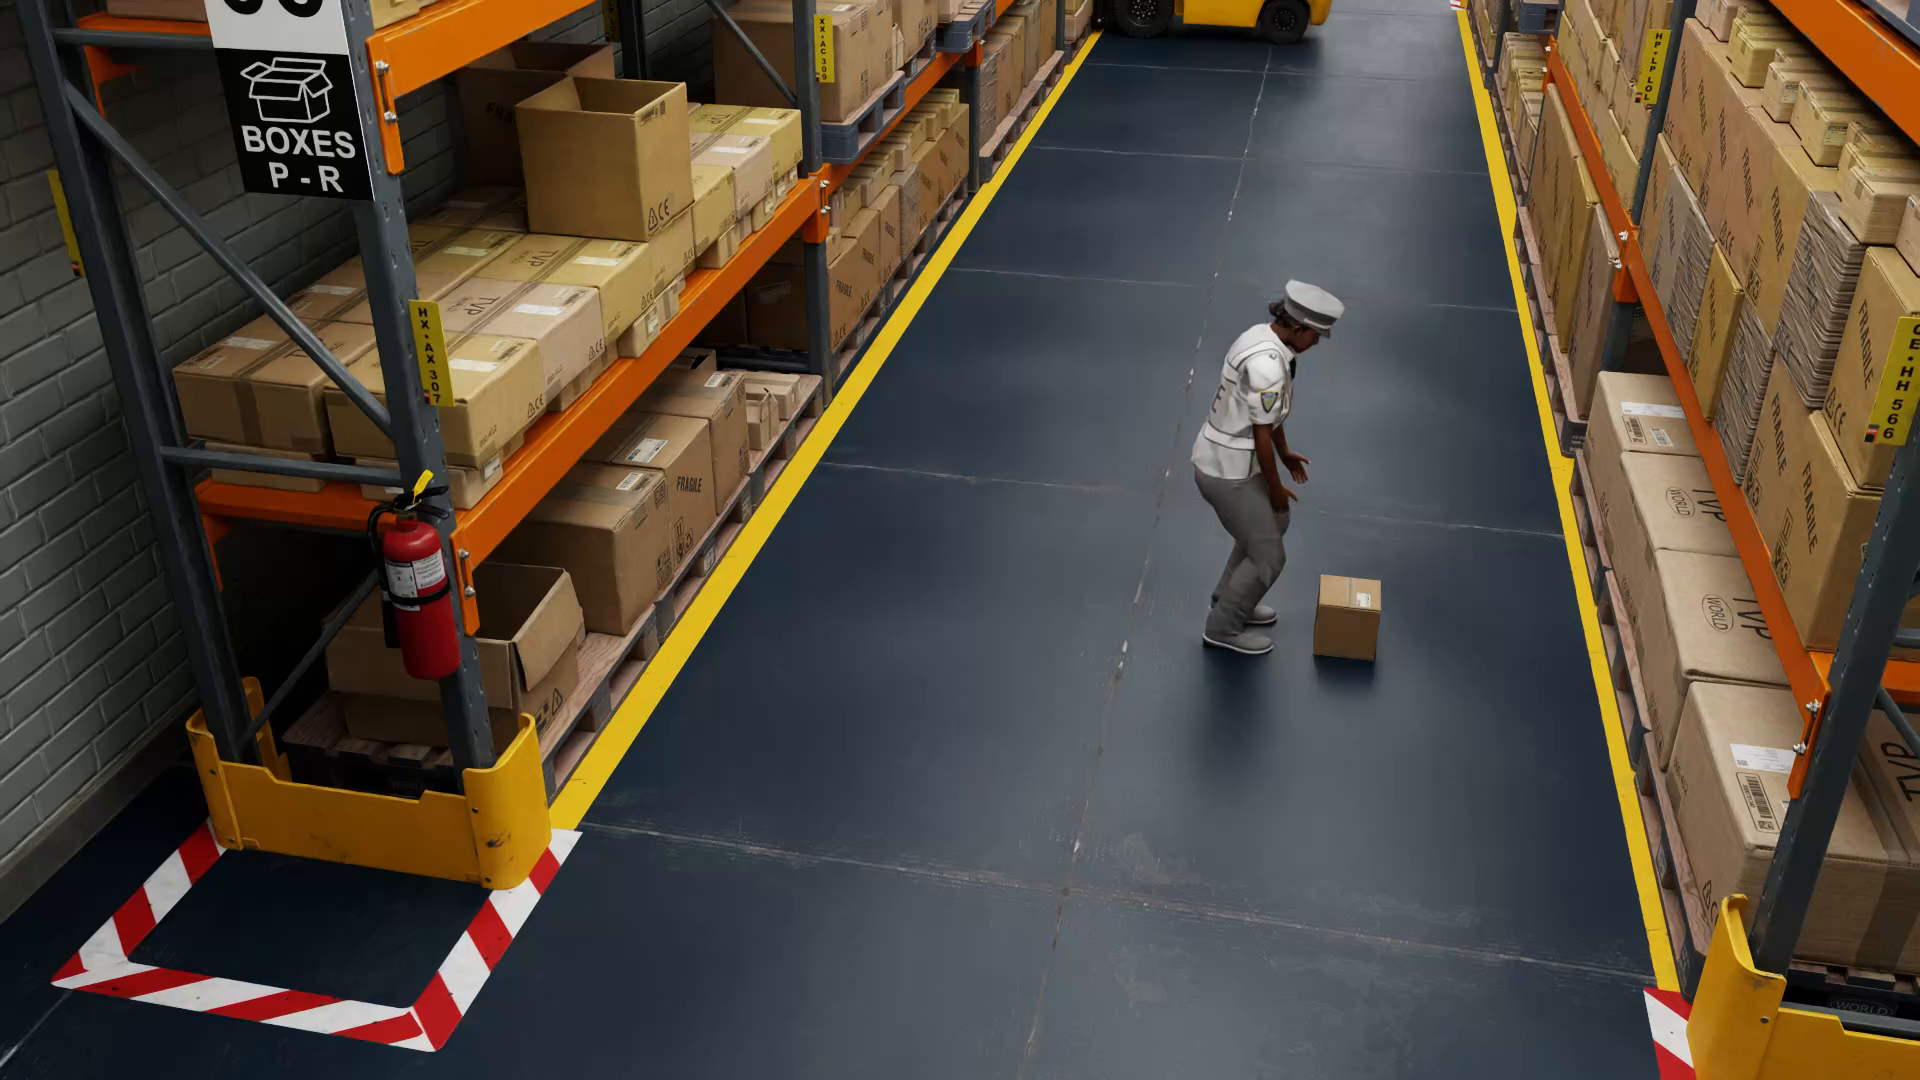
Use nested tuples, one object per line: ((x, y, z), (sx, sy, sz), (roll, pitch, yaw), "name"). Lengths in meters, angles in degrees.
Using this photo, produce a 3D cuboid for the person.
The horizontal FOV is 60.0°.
((1.217, -0.300, 6.785), (0.541, 1.563, 0.476), (7, 30, 12), "person")
